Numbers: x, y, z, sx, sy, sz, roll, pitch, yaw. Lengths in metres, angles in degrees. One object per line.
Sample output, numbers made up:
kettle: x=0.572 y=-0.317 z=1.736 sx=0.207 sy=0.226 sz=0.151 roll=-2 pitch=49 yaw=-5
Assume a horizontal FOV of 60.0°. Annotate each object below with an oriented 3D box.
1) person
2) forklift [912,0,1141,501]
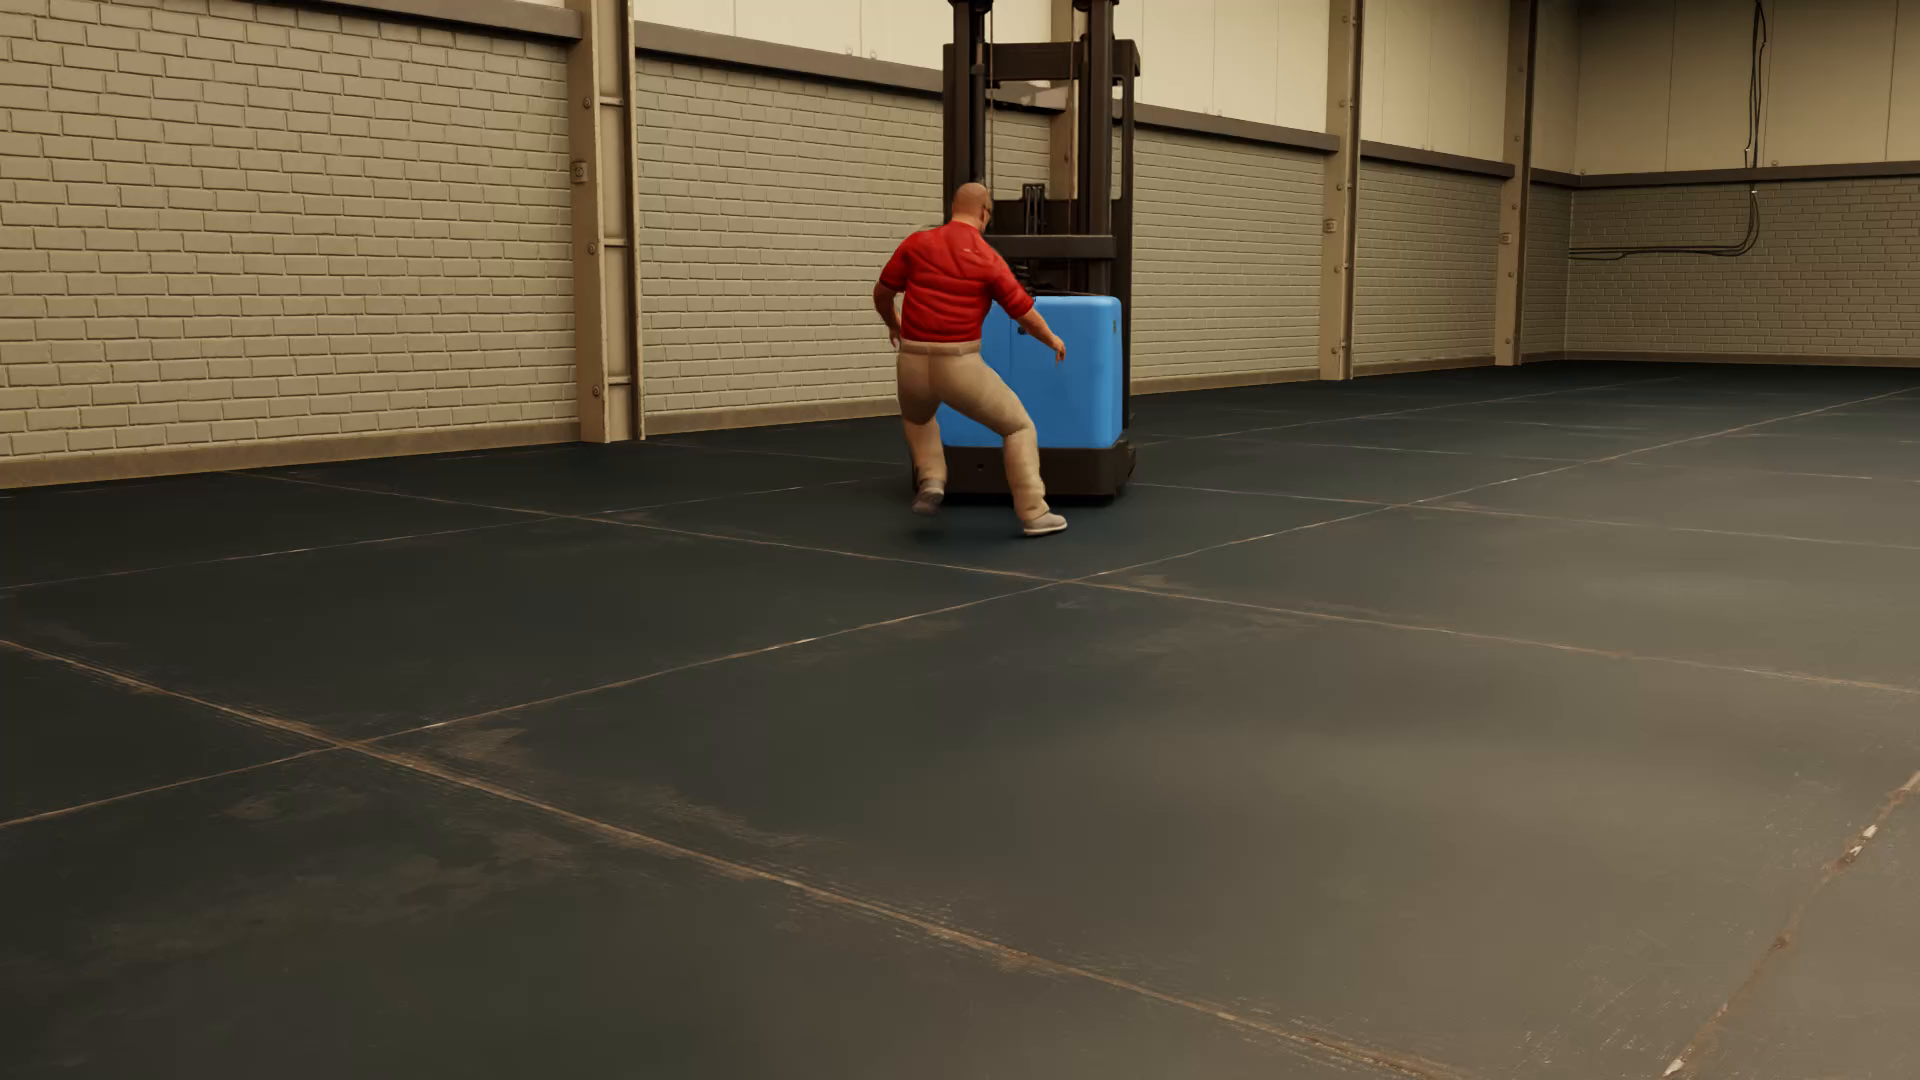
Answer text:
person: x=0.044 y=-0.824 z=7.590 sx=0.863 sy=1.565 sz=0.686 roll=3 pitch=9 yaw=20
forklift: x=0.483 y=-1.832 z=9.799 sx=1.130 sy=2.935 sz=3.031 roll=1 pitch=8 yaw=9
